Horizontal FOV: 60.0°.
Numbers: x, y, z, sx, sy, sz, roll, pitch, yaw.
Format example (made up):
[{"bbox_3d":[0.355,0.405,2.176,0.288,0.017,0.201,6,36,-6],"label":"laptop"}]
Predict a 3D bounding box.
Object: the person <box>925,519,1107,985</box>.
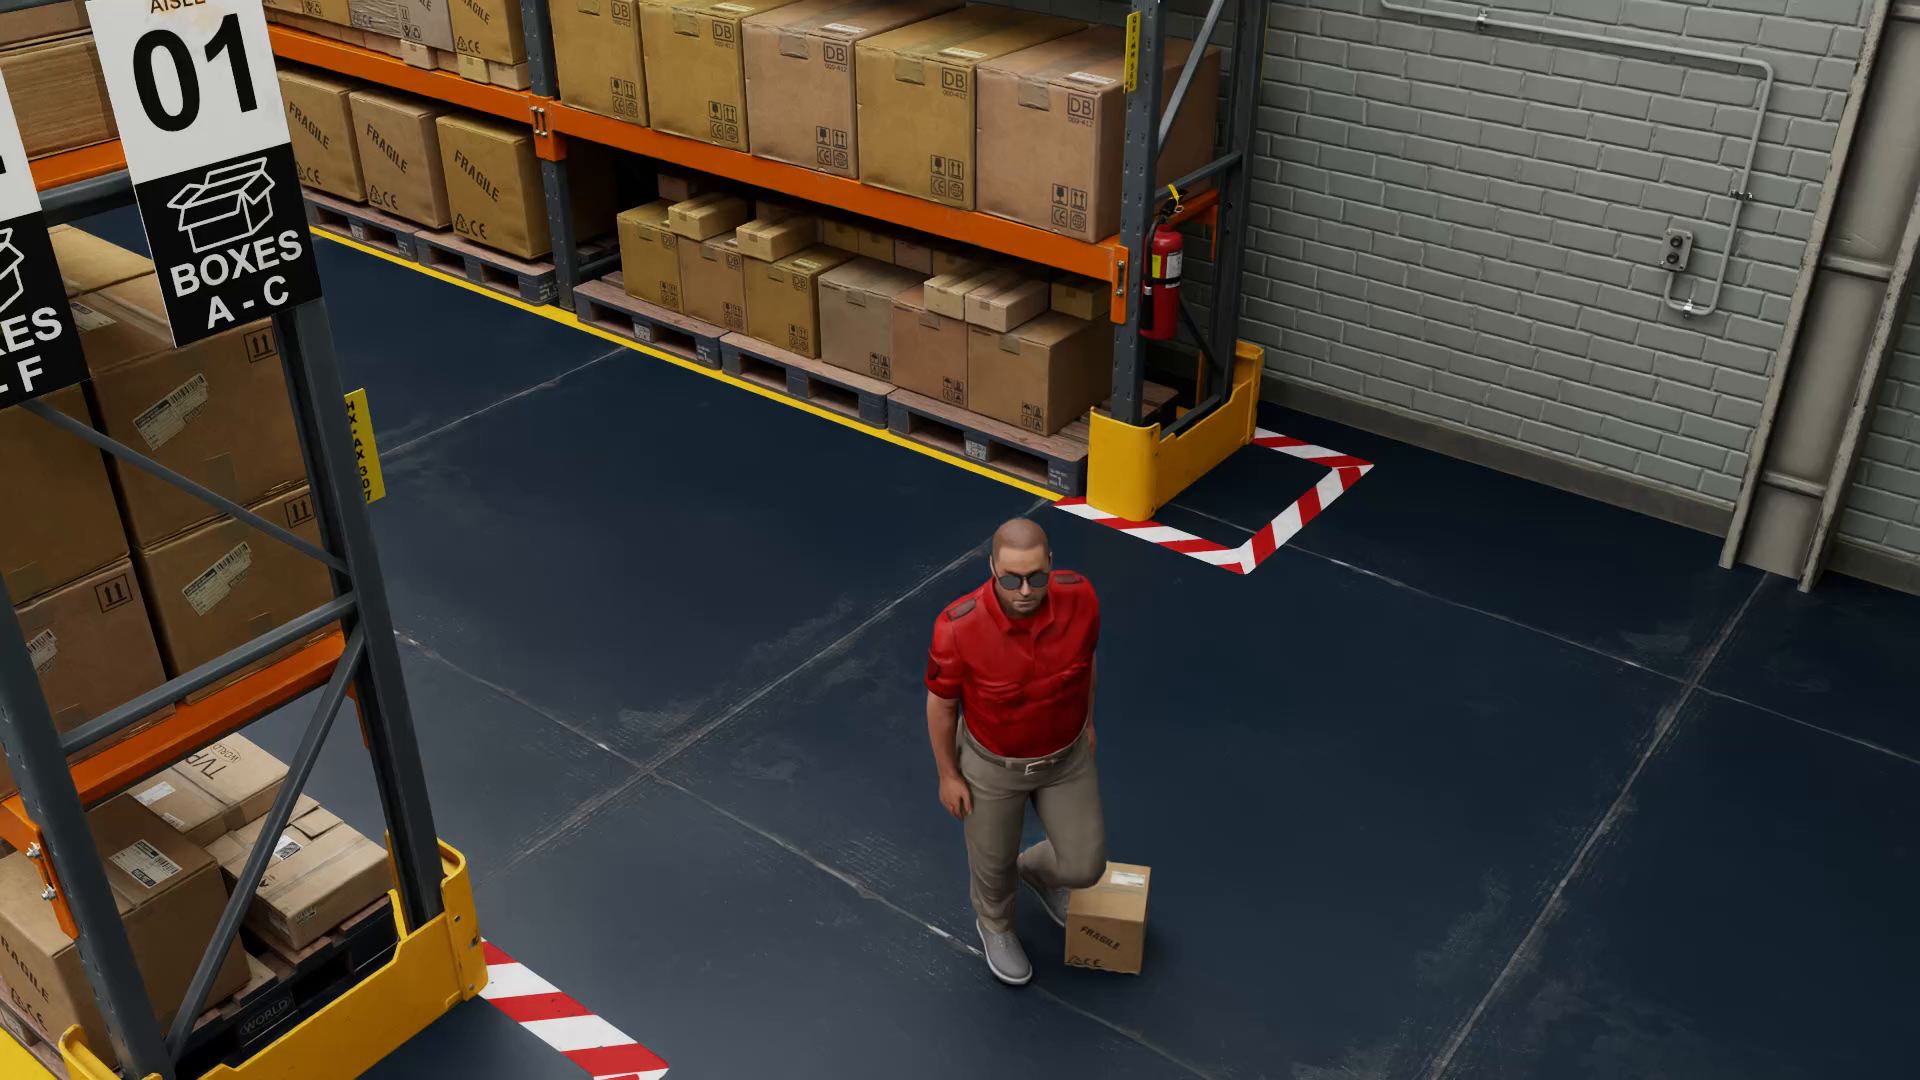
[{"bbox_3d":[0.174,0.644,5.043,0.580,1.718,0.478,-9,32,-15],"label":"person"}]
